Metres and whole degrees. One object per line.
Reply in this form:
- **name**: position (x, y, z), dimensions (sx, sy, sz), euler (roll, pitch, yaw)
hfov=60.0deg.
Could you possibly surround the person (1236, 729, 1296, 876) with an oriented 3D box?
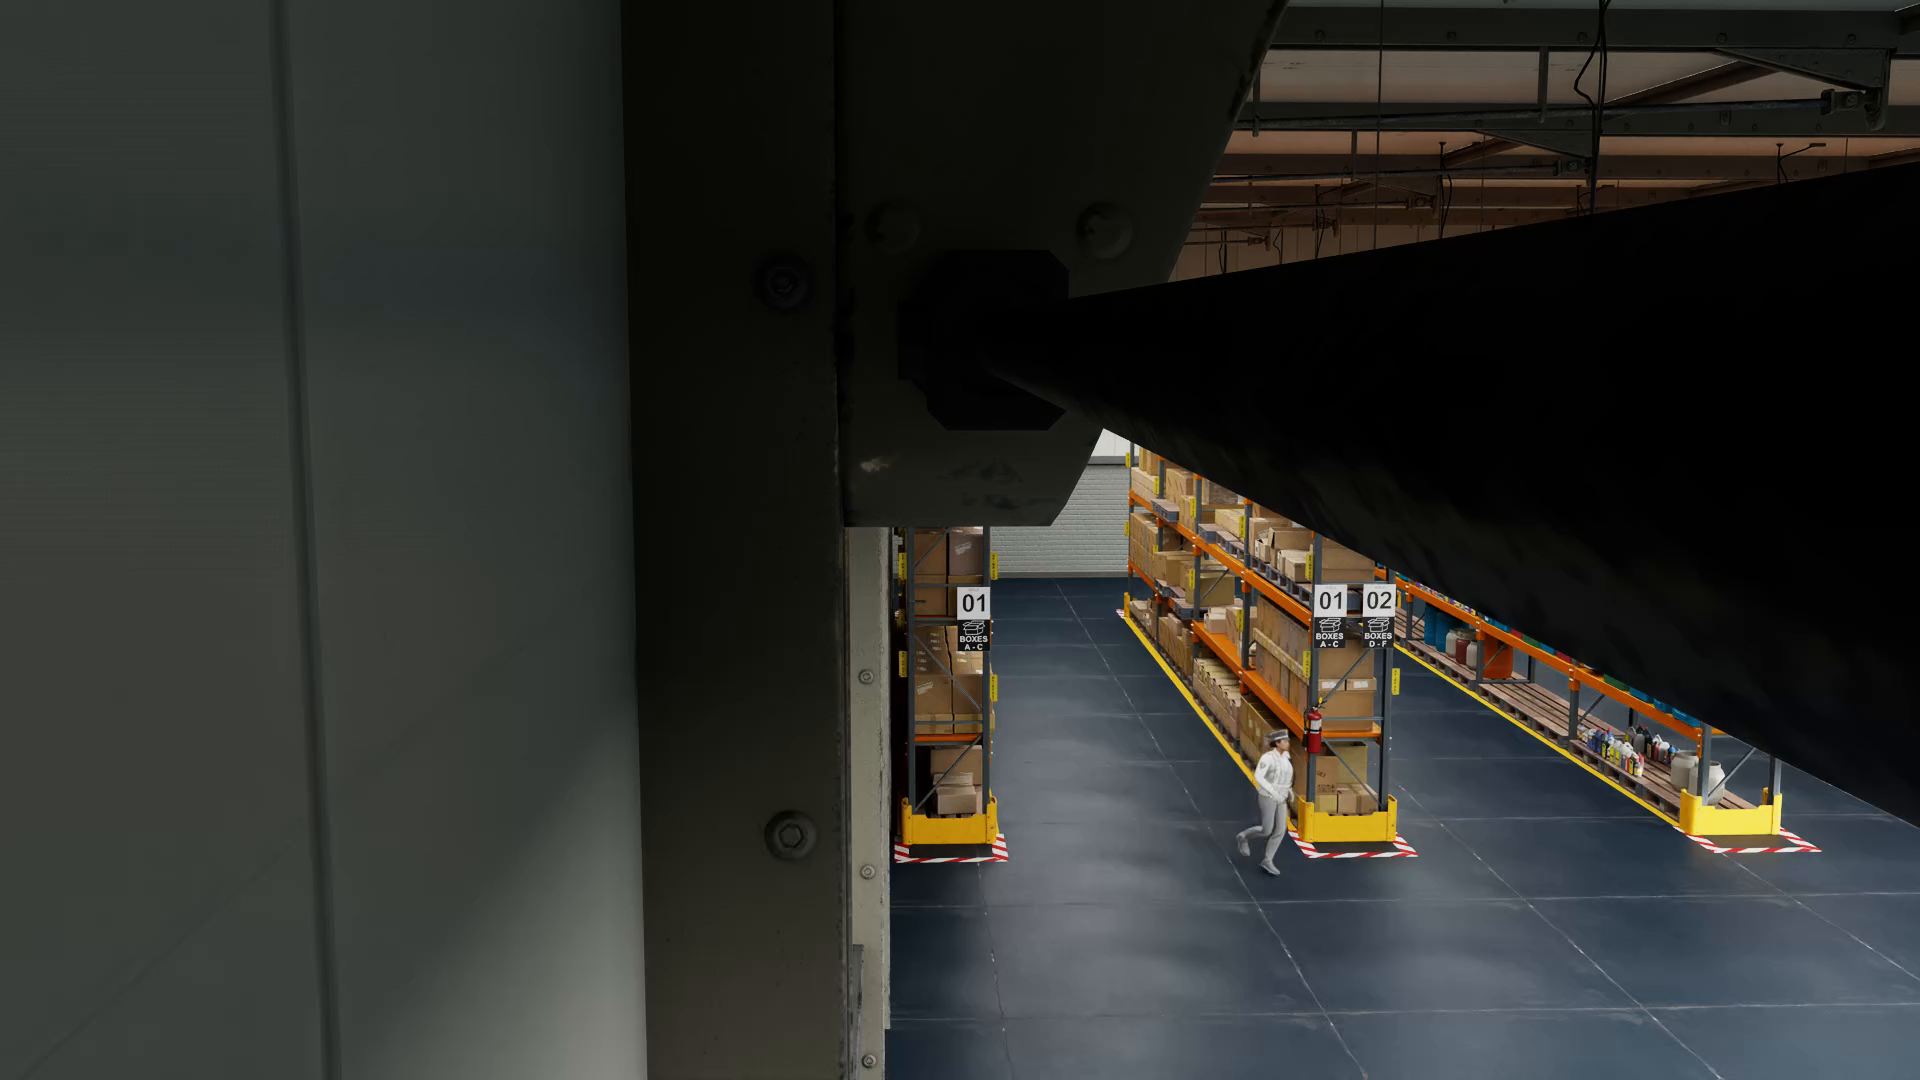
- **person**: position (3.702, 3.032, 19.641), dimensions (0.679, 1.646, 0.726), euler (-6, 9, -38)
